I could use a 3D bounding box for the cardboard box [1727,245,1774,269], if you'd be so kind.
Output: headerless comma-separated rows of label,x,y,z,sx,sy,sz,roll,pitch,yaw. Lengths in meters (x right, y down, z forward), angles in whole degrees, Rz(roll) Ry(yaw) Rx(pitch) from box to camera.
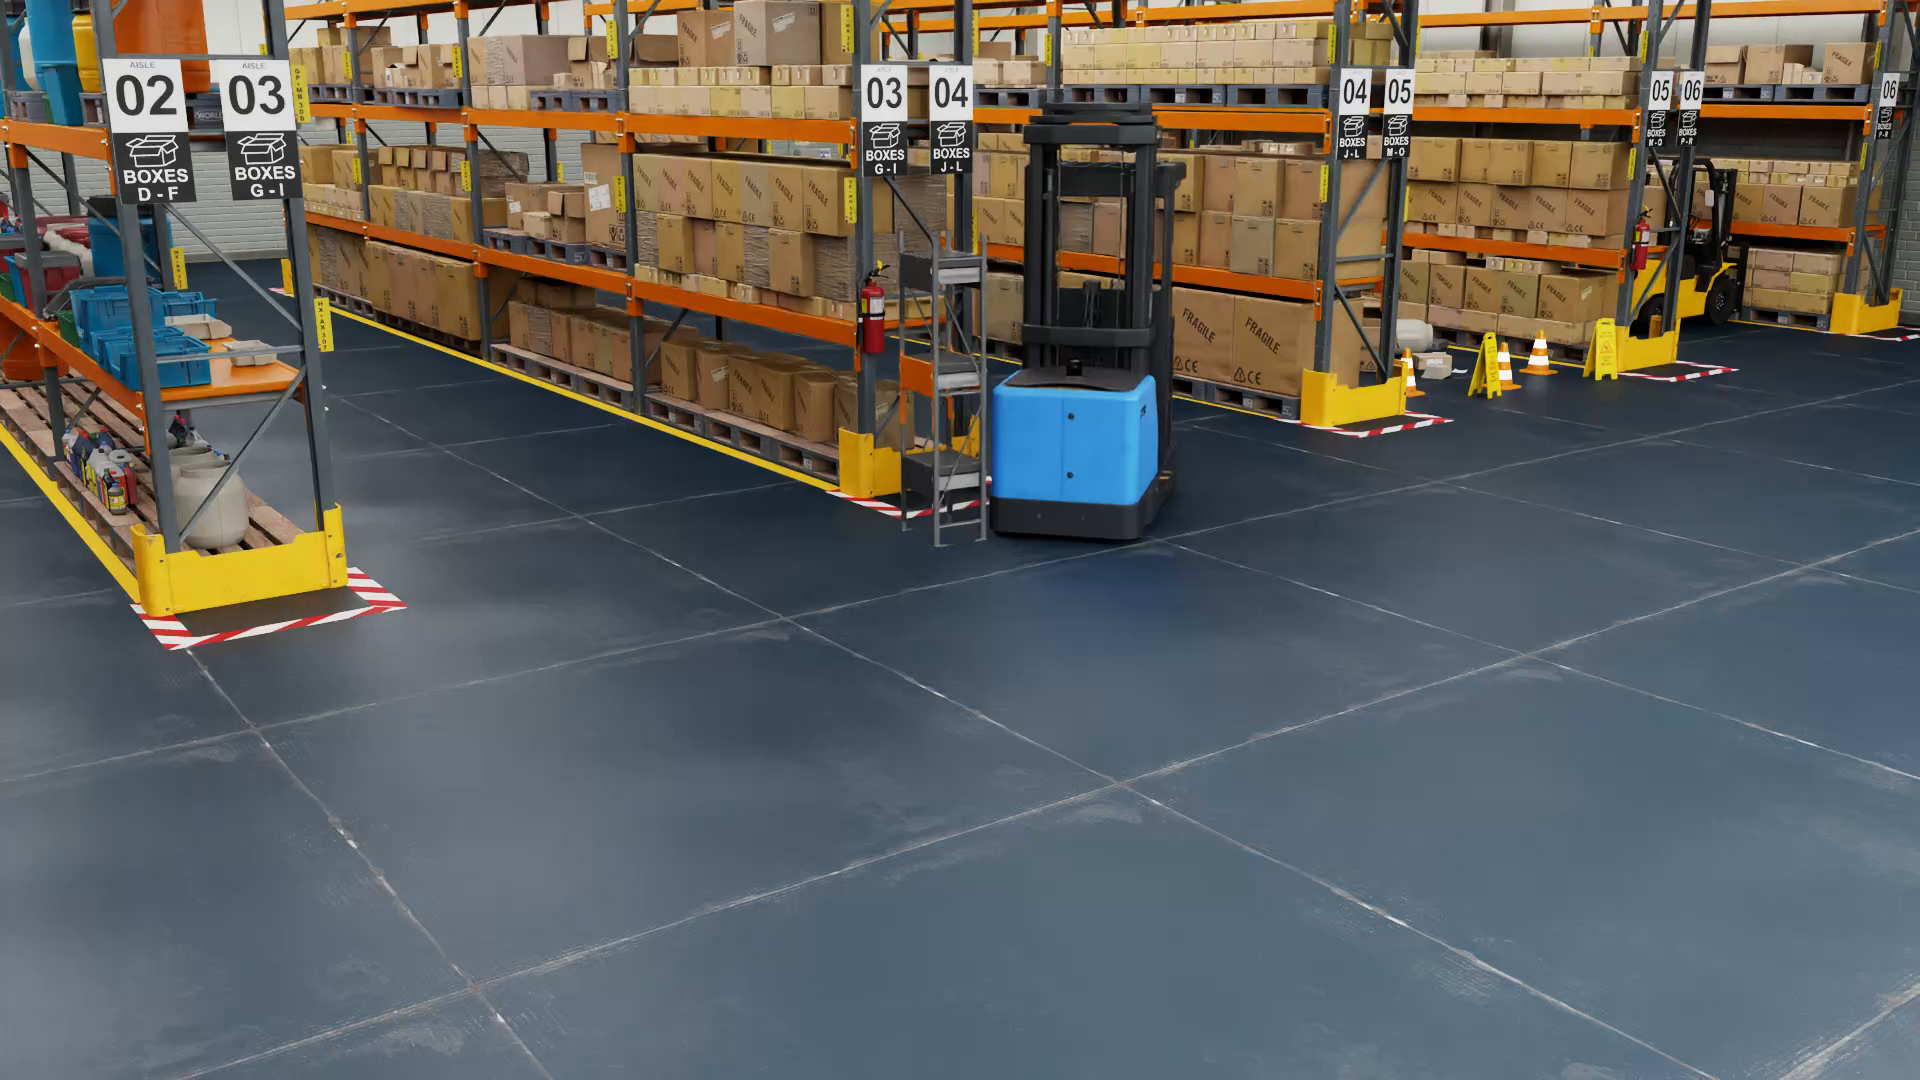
cardboard box,10.552,-3.801,22.299,0.500,0.250,0.500,-11,19,-34

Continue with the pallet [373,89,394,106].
pallet,-6.820,-5.597,21.024,0.805,0.209,1.217,-12,19,-37

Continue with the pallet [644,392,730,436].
pallet,-2.272,-1.240,15.705,1.003,0.211,1.213,-11,19,-35

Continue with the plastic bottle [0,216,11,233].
plastic bottle,-10.608,-3.431,18.522,0.144,0.351,0.185,-11,19,-35

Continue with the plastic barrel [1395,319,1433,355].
plastic barrel,5.233,-2.370,19.433,0.512,0.421,0.421,1,15,4

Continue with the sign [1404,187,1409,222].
sign,4.180,-3.157,15.639,0.100,0.325,0.005,-11,19,-35

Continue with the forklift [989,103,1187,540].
forklift,1.067,-1.761,12.456,1.130,2.935,3.031,4,16,14

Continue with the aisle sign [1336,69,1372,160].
aisle sign,3.527,-3.809,14.886,0.394,0.787,0.004,-11,19,-35

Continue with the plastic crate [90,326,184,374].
plastic crate,-5.264,-1.228,10.662,0.499,0.251,0.408,-11,19,-35

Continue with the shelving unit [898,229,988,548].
shelving unit,-0.120,-1.042,11.405,0.431,2.100,0.503,-8,17,-28

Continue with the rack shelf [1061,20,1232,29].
rack shelf,3.454,-9.712,31.384,1.077,0.370,4.000,-11,19,-35

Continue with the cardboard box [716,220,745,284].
cardboard box,-1.579,-2.492,14.246,0.875,0.500,0.500,-11,19,-35

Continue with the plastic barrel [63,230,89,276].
plastic barrel,-7.518,-2.414,14.457,0.433,0.535,0.433,0,15,0

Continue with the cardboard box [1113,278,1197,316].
cardboard box,2.222,-2.311,17.568,0.875,0.875,0.875,-11,19,-34

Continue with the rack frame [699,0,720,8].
rack frame,-3.328,-8.073,24.024,1.000,3.000,0.127,-11,19,-35

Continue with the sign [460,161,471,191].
sign,-5.494,-4.048,18.491,0.100,0.325,0.005,-11,19,-35

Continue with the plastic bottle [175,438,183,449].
plastic bottle,-5.855,-0.632,12.514,0.061,0.283,0.133,-11,19,-35

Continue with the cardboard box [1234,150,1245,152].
cardboard box,4.071,-5.239,23.487,0.500,0.500,0.500,-12,20,-38

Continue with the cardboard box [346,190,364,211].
cardboard box,-7.871,-4.555,22.259,0.500,0.250,0.500,-11,19,-36

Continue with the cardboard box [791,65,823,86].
cardboard box,-1.067,-3.561,12.752,0.380,0.149,0.250,-12,19,-37

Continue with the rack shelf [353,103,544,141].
rack shelf,-6.223,-5.103,20.221,1.077,0.370,4.000,-11,19,-35

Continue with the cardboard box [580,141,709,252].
cardboard box,-3.049,-3.406,16.405,1.000,1.000,1.000,-11,19,-34

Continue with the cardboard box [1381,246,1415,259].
cardboard box,5.474,-3.608,20.839,0.380,0.149,0.250,-11,19,-34

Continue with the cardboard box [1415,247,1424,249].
cardboard box,7.728,-4.670,26.658,0.875,0.625,0.625,-10,18,-33

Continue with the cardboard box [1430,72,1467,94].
cardboard box,5.952,-5.424,19.752,0.500,0.250,0.500,-11,19,-34

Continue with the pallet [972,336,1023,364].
pallet,0.861,-2.279,19.502,1.003,0.211,1.213,-11,19,-35

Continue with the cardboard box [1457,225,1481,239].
cardboard box,6.162,-3.698,19.882,0.380,0.149,0.250,-11,19,-35

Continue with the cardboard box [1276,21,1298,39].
cardboard box,3.110,-4.650,15.183,0.380,0.149,0.250,-11,19,-34

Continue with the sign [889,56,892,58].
sign,-1.288,-8.740,30.618,0.100,0.325,0.005,-11,19,-35

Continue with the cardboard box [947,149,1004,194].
cardboard box,0.183,-4.432,20.003,0.700,0.500,0.500,-11,19,-35

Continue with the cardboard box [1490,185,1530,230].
cardboard box,6.548,-3.886,19.341,0.500,0.500,0.500,-11,19,-35

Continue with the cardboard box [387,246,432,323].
cardboard box,-6.481,-3.284,21.123,1.225,0.875,0.875,-12,19,-36

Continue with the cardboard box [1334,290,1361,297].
cardboard box,5.010,-3.307,22.160,0.950,0.372,0.625,-11,19,-34

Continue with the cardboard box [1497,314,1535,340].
cardboard box,6.681,-2.526,19.534,0.500,0.250,0.500,-11,19,-34

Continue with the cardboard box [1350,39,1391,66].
cardboard box,3.652,-4.528,15.492,0.500,0.250,0.500,-11,19,-35

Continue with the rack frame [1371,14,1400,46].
rack frame,6.981,-8.780,26.608,1.000,3.000,0.127,-11,19,-35

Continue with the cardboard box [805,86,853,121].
cardboard box,-0.833,-3.306,12.576,0.500,0.250,0.500,-10,18,-33

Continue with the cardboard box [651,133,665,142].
cardboard box,-4.421,-6.132,25.653,0.500,0.500,0.500,-10,18,-33

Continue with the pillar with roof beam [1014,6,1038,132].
pillar with roof beam,-2.061,-10.535,33.022,9.100,9.000,0.400,-11,19,-35

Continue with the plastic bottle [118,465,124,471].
plastic bottle,-6.021,-0.437,11.957,0.097,0.201,0.097,0,15,0

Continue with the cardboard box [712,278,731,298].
cardboard box,-1.920,-2.190,14.373,0.380,0.149,0.250,-11,19,-35

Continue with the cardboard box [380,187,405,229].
cardboard box,-7.035,-4.235,21.177,0.500,0.500,0.500,-11,19,-34

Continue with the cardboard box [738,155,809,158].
cardboard box,-1.620,-3.130,14.681,0.500,0.500,0.500,-11,19,-35

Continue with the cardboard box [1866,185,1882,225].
cardboard box,11.619,-4.375,21.689,0.500,0.500,0.500,-10,18,-33

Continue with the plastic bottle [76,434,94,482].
plastic bottle,-6.452,-0.611,12.311,0.144,0.351,0.185,-12,19,-37

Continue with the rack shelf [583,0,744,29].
rack shelf,-4.504,-8.151,25.680,1.077,0.370,4.000,-11,19,-35

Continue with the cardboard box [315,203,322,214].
cardboard box,-8.904,-4.708,23.573,0.380,0.149,0.250,-11,19,-36

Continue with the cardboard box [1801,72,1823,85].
cardboard box,10.952,-5.884,21.201,0.380,0.149,0.250,-12,19,-36

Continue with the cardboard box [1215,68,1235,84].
cardboard box,2.659,-4.429,15.884,0.380,0.149,0.250,-11,19,-35

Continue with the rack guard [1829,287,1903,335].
rack guard,11.699,-2.967,21.469,1.175,0.500,0.348,-11,19,-35

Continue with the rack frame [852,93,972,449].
rack frame,-0.344,-1.868,12.720,1.000,3.000,0.127,-11,19,-35

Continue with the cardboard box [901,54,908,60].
cardboard box,-0.671,-8.115,28.687,0.500,0.500,0.500,-10,18,-34

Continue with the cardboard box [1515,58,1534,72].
cardboard box,6.571,-5.431,19.021,0.380,0.149,0.250,-12,19,-36

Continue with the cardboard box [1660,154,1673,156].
cardboard box,10.046,-5.401,23.645,0.380,0.149,0.250,-11,19,-35

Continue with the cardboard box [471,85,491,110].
cardboard box,-4.977,-4.811,18.074,0.500,0.250,0.500,-10,18,-34

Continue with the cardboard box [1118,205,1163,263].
cardboard box,2.166,-3.219,17.370,0.875,0.550,0.550,-11,19,-35

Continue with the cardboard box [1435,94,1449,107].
cardboard box,5.912,-5.263,19.917,0.380,0.149,0.250,-12,19,-36
